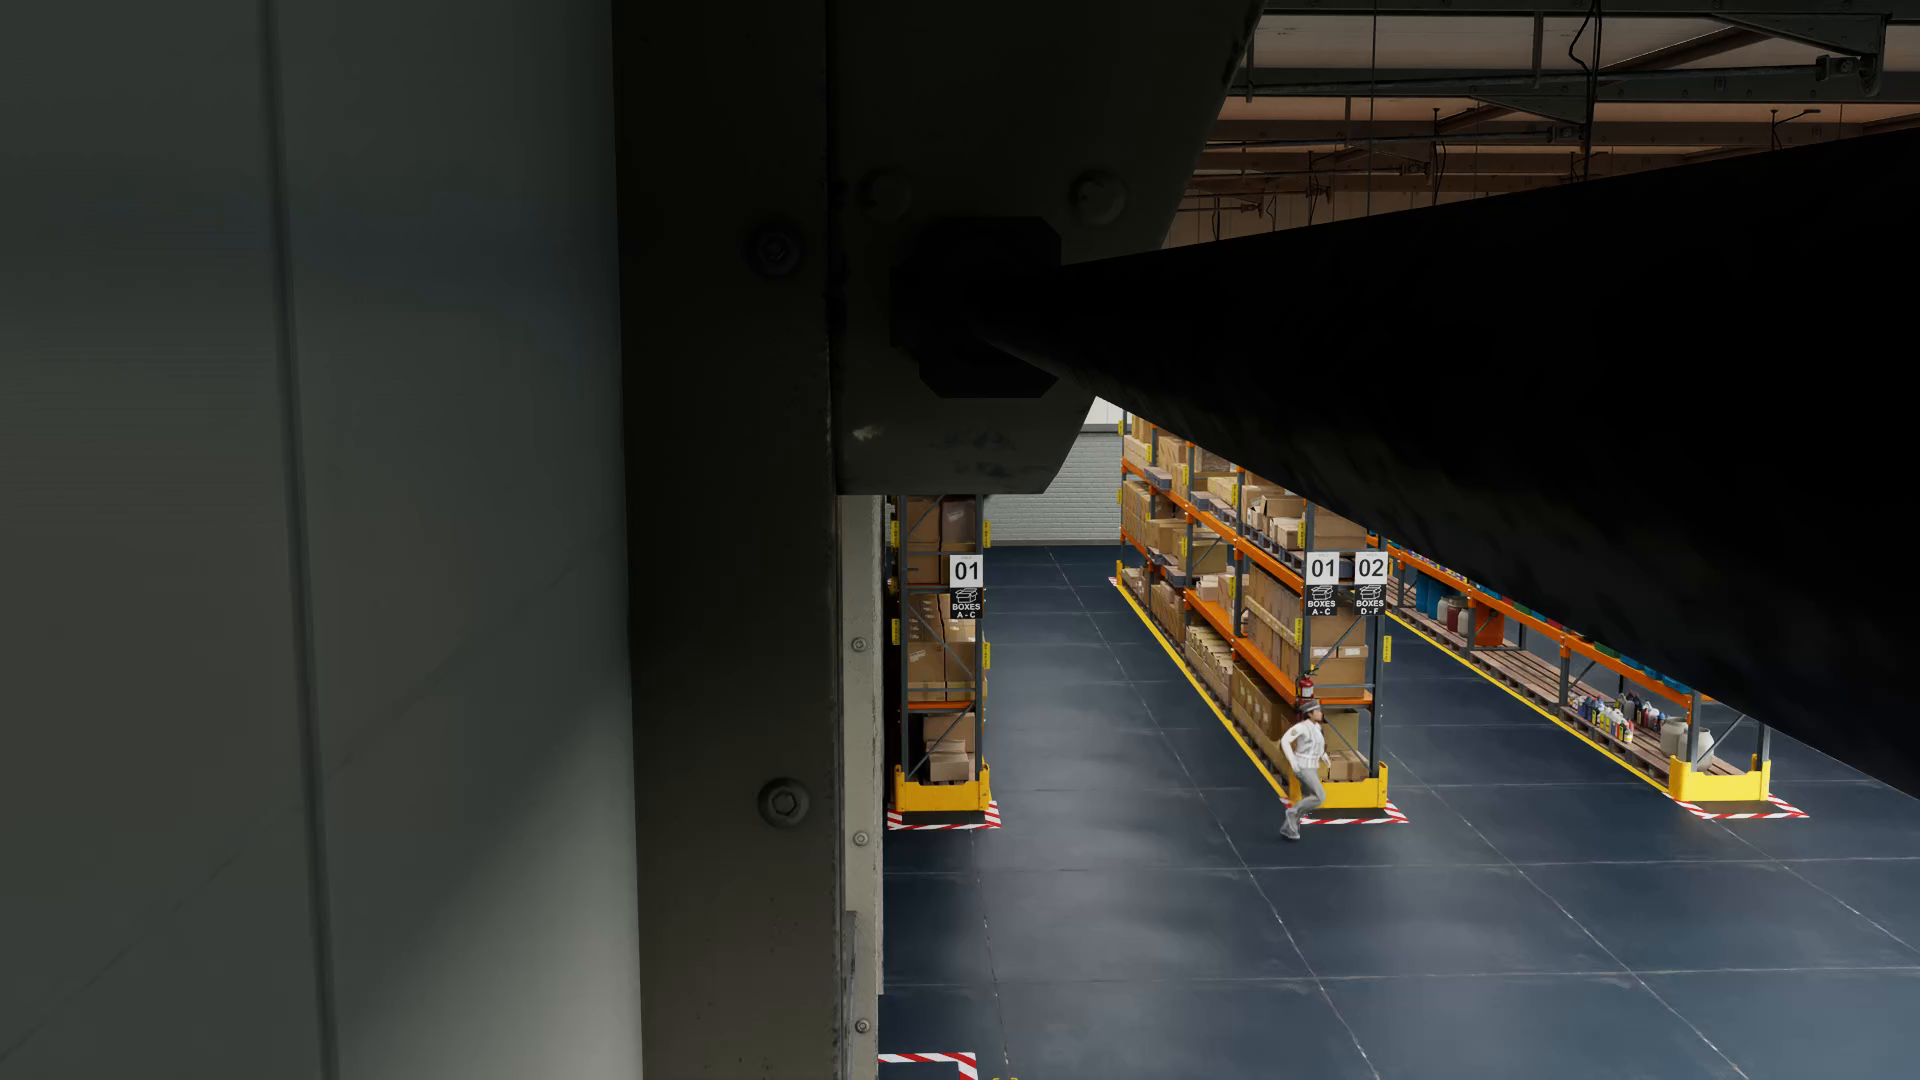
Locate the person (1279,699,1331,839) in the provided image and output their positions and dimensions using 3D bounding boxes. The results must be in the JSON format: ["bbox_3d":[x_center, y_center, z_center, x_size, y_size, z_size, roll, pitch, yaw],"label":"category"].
[{"bbox_3d":[4.094,2.666,19.474,0.546,1.624,0.615,6,10,35],"label":"person"}]
